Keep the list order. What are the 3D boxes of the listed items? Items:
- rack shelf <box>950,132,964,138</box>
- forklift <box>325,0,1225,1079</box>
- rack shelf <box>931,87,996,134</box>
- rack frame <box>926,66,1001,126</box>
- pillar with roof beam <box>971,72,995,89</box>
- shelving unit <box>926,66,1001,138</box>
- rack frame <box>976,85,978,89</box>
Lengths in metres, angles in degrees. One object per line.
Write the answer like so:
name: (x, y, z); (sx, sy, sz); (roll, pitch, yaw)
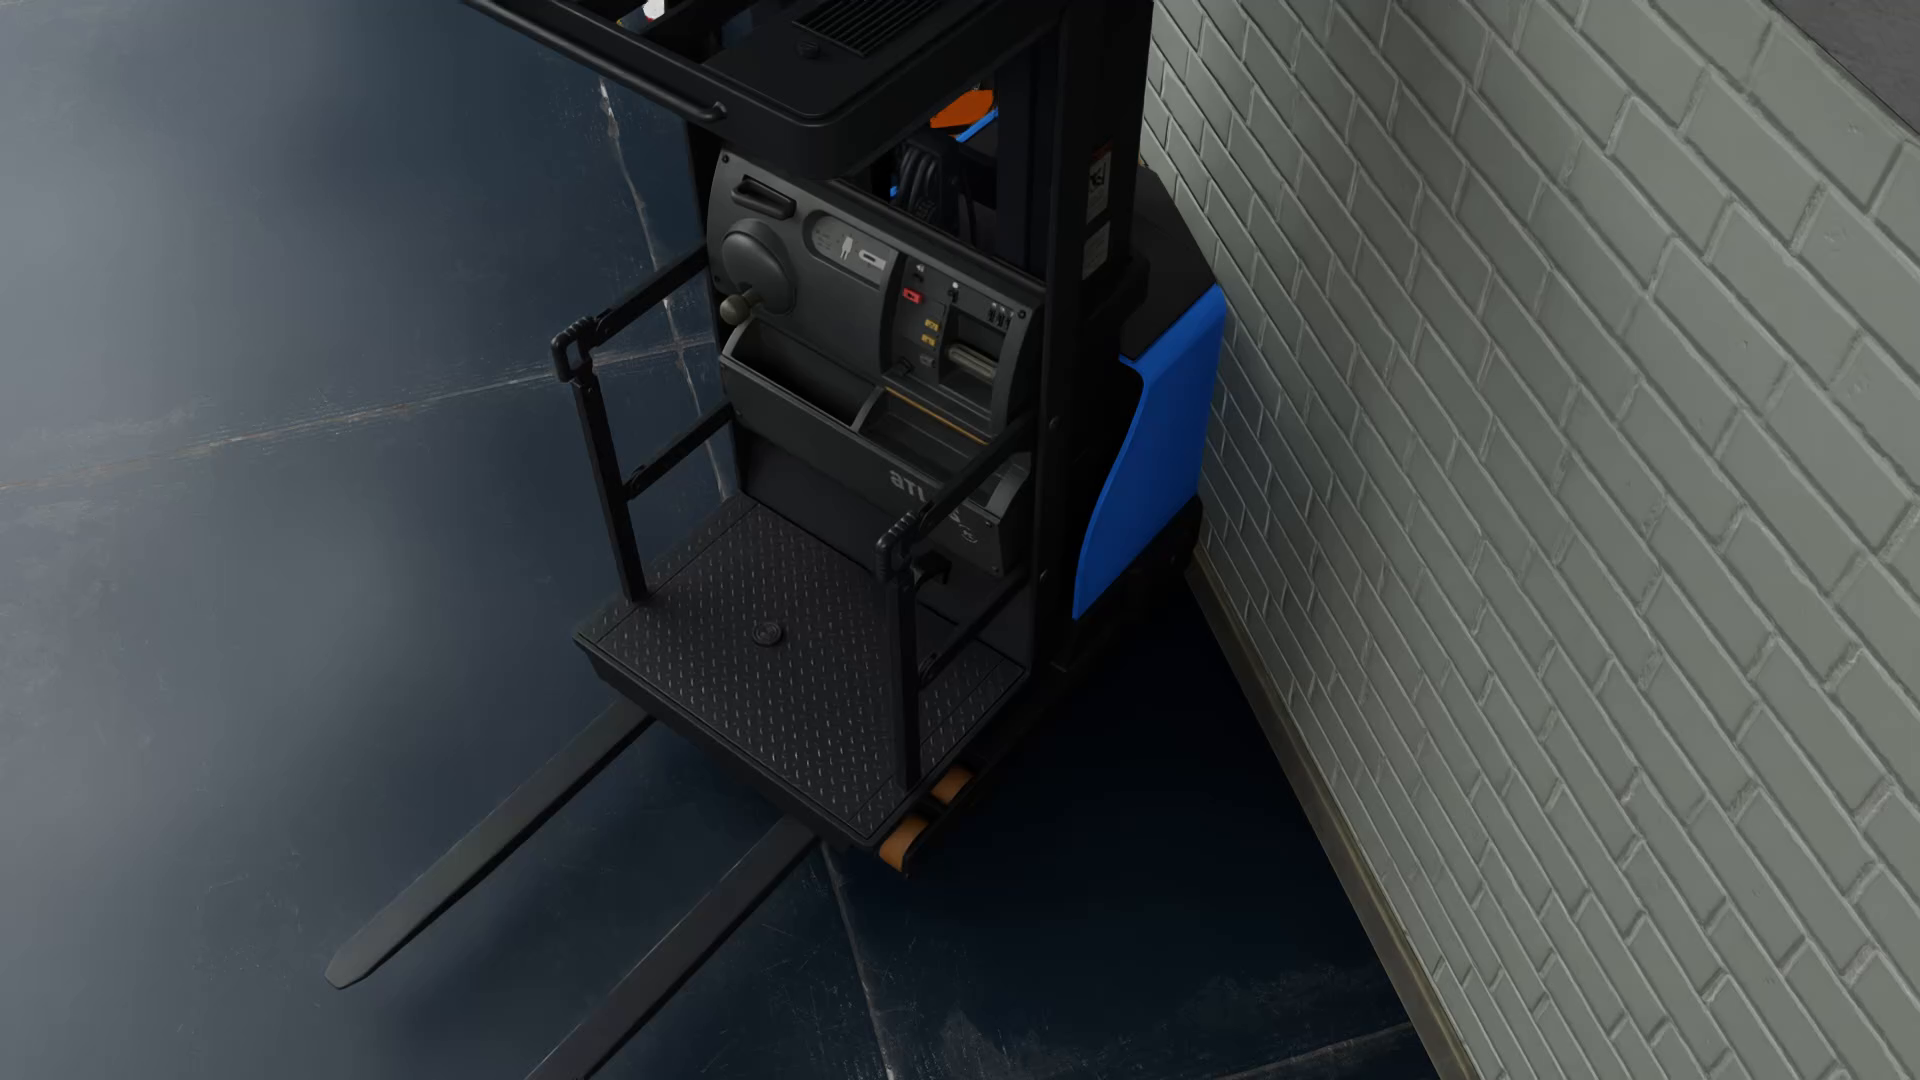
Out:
rack shelf: (0.015, -1.220, 5.216); (0.258, 0.103, 0.180); (-7, 49, -1)
forklift: (-0.356, -0.487, 3.744); (1.130, 2.935, 3.031); (31, 56, 23)
rack shelf: (0.007, -1.297, 5.125); (0.258, 0.103, 0.180); (-7, 49, -1)
rack frame: (0.039, -1.024, 5.305); (0.240, 1.200, 0.006); (-7, 49, -1)
pillar with roof beam: (-3.964, -2.867, 1.781); (9.100, 9.000, 0.400); (-13, 51, -11)
shelving unit: (0.029, -1.093, 5.364); (0.258, 1.200, 0.189); (-7, 49, -1)
rack frame: (0.019, -1.162, 5.424); (0.240, 1.200, 0.006); (-7, 49, -1)
